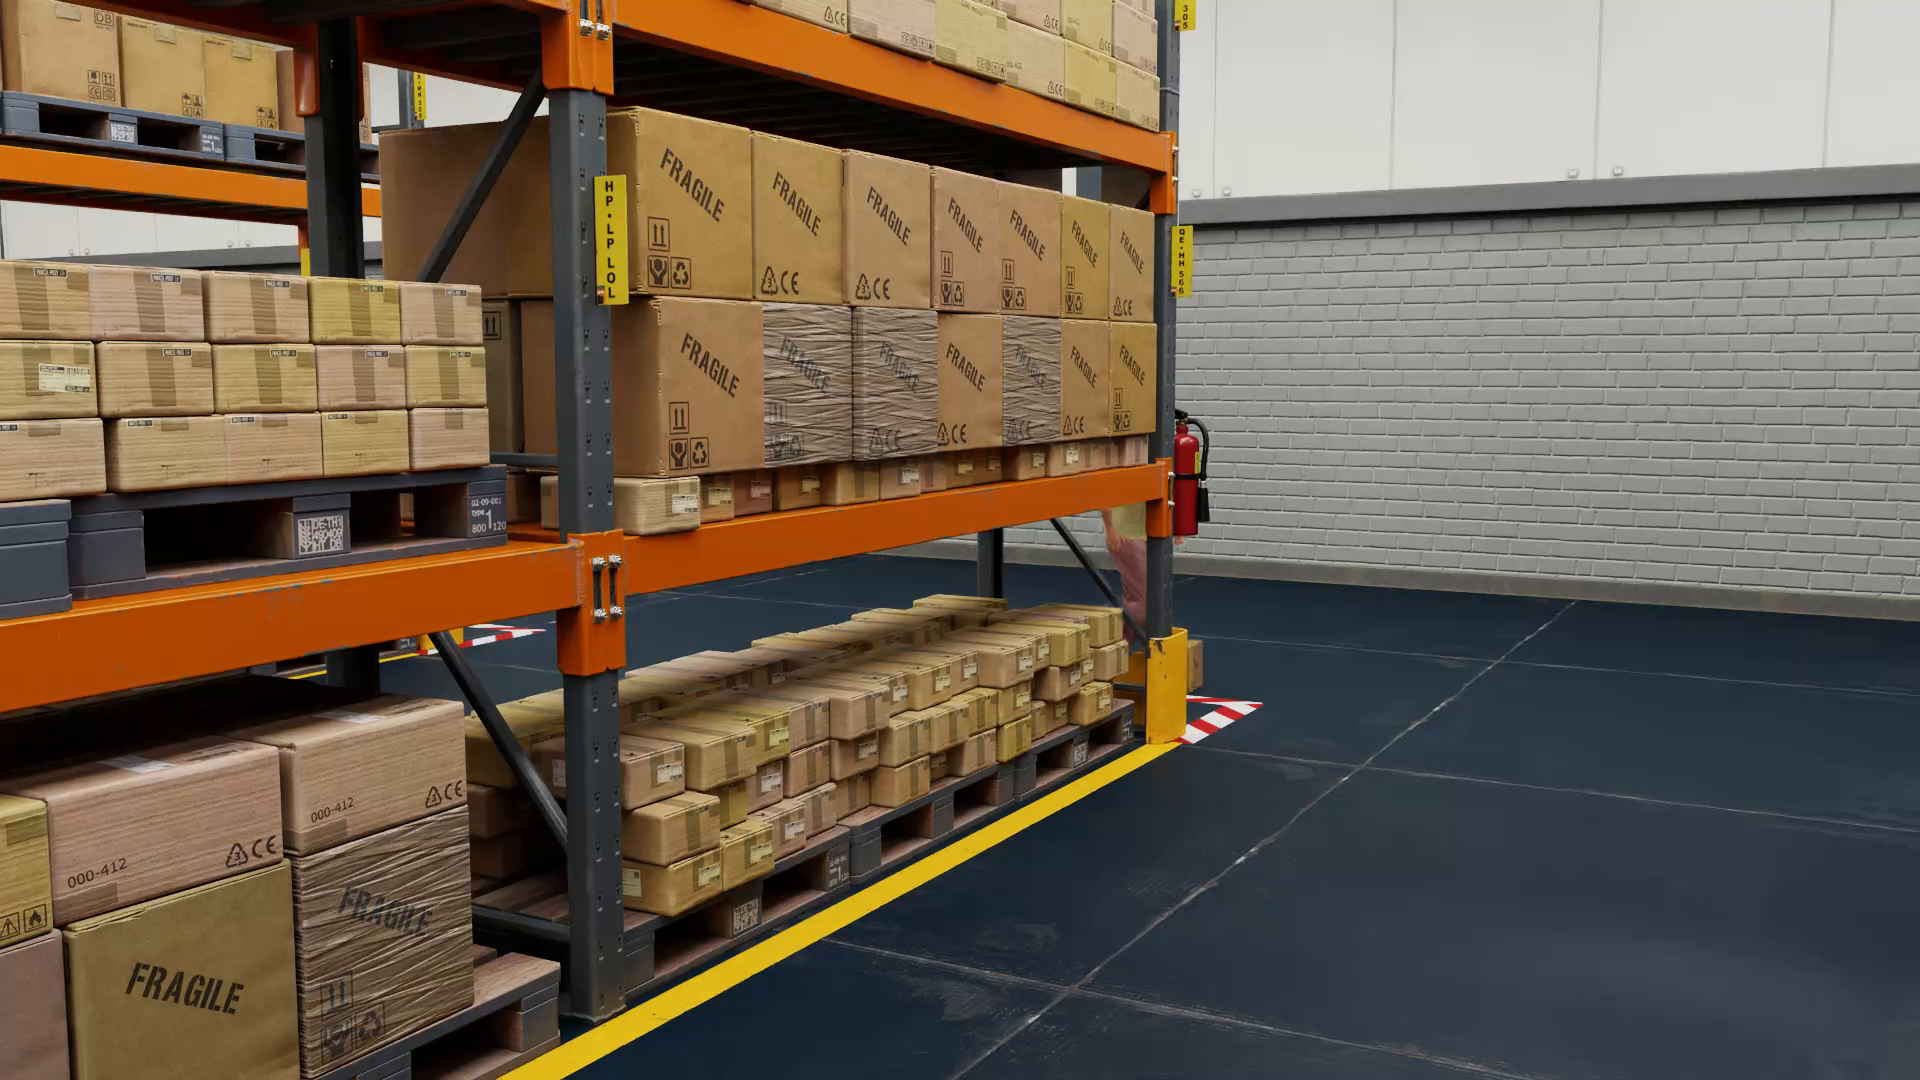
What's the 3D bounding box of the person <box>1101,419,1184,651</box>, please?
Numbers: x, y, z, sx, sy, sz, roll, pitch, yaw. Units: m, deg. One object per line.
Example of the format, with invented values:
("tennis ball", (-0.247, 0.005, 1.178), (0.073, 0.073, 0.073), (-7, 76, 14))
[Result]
("person", (0.934, 0.000, 9.155), (0.547, 1.600, 0.604), (3, 7, 25))
